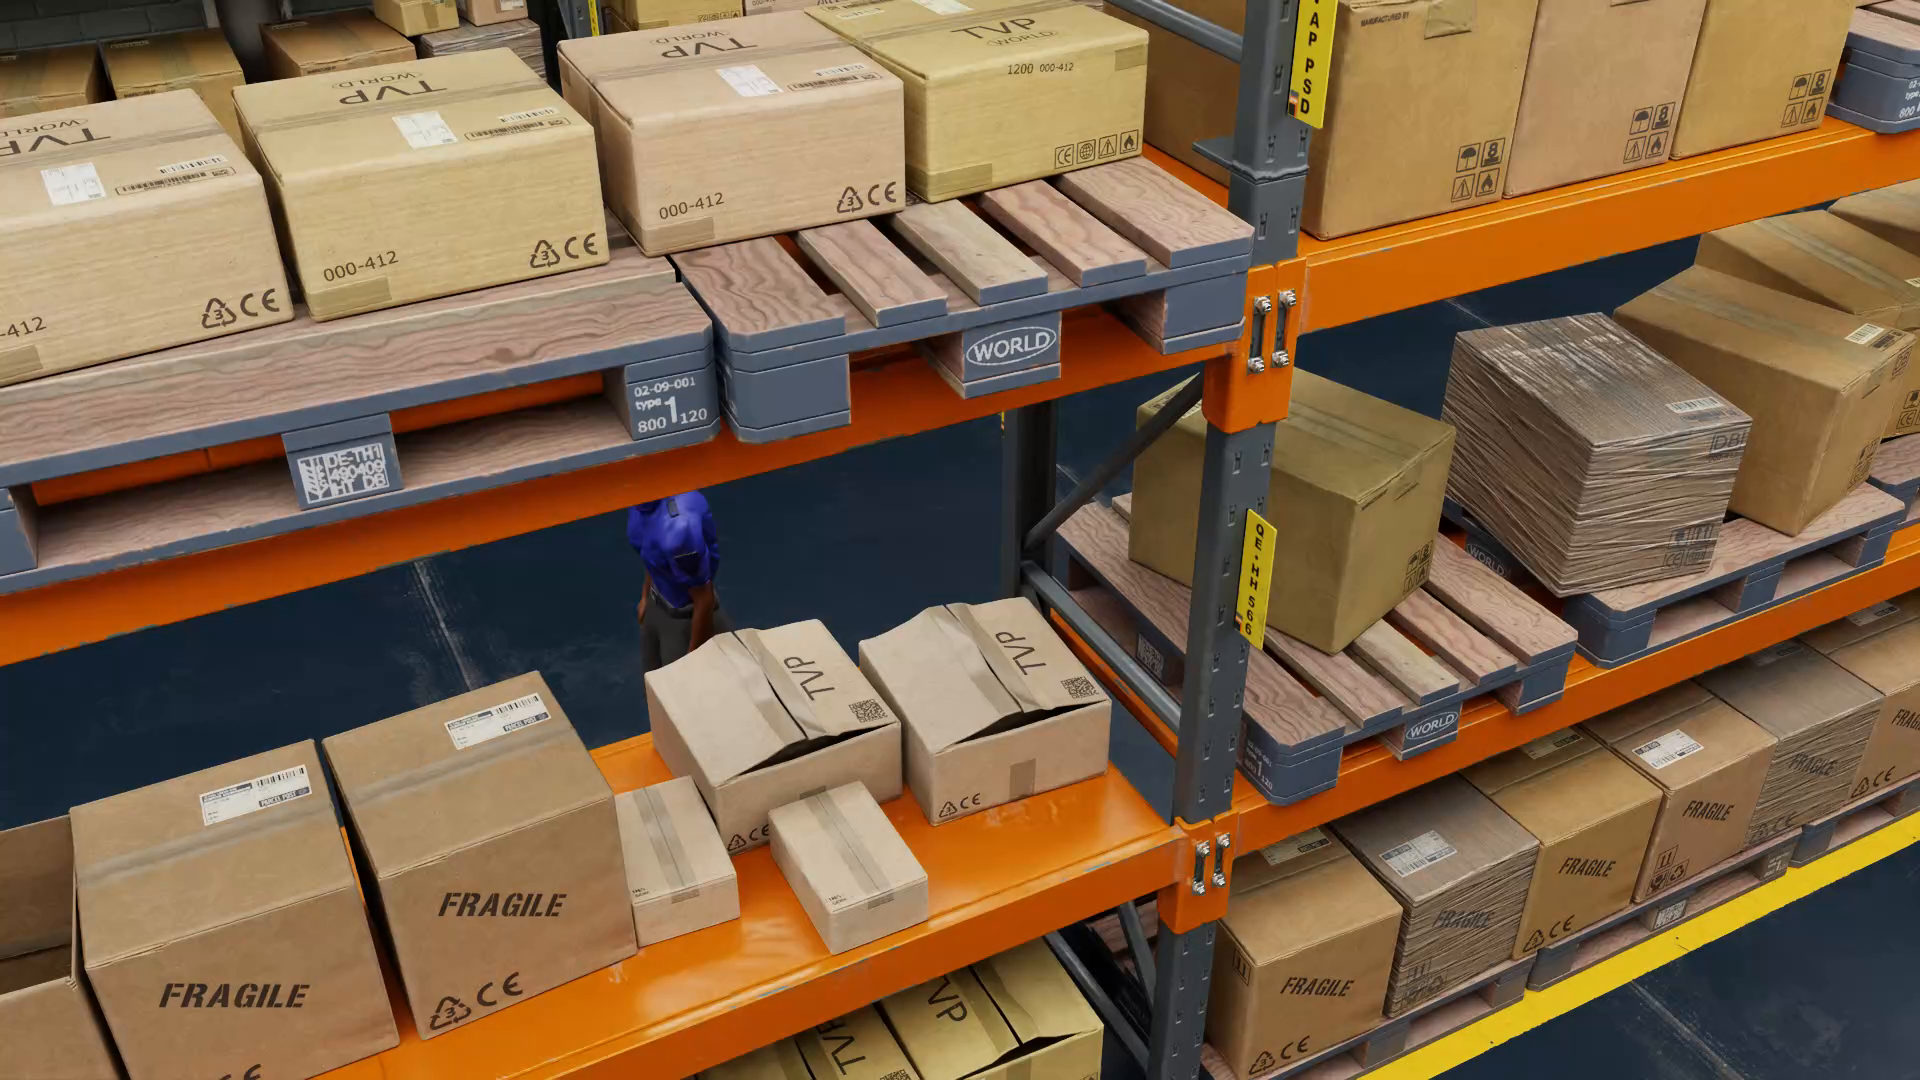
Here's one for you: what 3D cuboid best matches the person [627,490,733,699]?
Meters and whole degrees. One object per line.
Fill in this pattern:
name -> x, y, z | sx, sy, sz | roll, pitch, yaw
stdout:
person -> -0.974, 0.299, 5.688 | 0.351, 1.655, 0.506 | -16, 37, -23
